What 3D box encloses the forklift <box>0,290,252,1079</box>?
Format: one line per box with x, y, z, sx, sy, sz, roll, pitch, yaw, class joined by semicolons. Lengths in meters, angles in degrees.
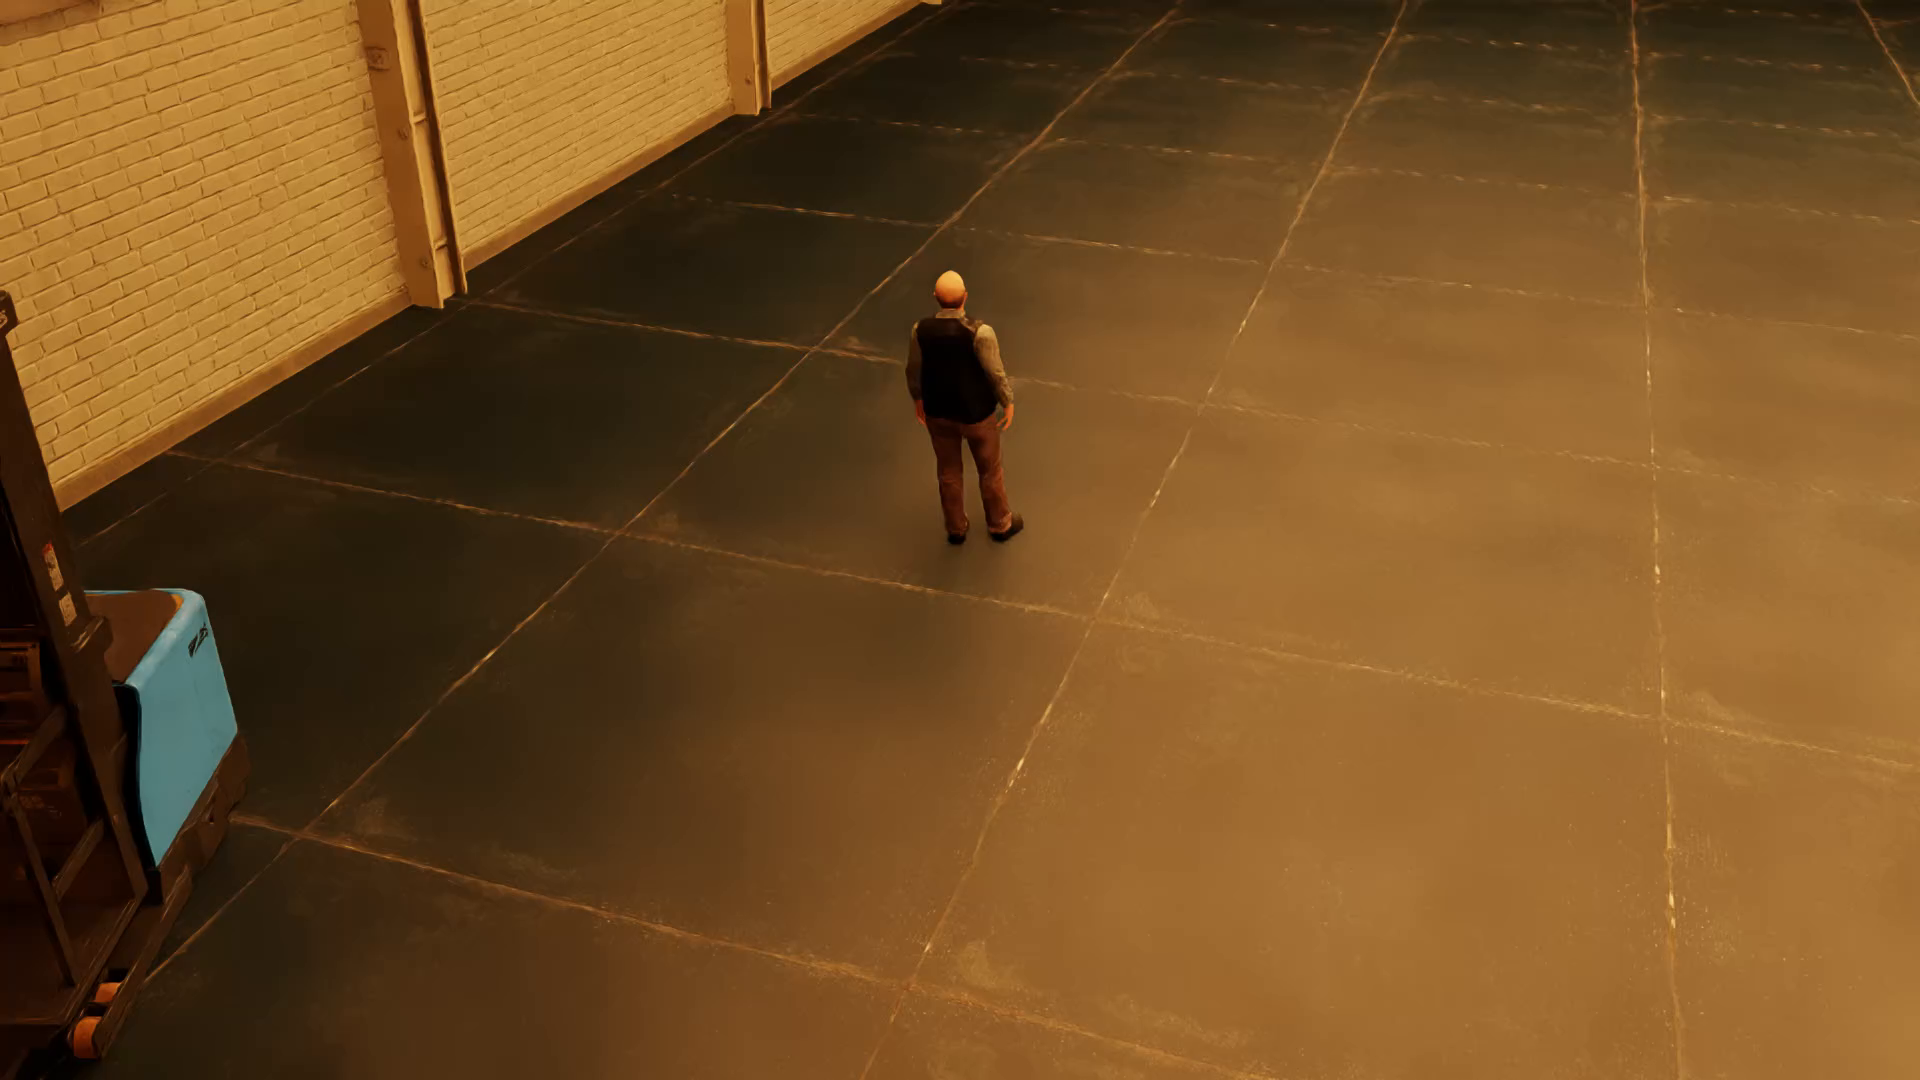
-3.902;0.612;6.064;1.130;2.935;3.031;-1;30;-1;forklift

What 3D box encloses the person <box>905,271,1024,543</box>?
0.028;-0.782;9.715;0.632;1.720;0.567;10;31;16;person
